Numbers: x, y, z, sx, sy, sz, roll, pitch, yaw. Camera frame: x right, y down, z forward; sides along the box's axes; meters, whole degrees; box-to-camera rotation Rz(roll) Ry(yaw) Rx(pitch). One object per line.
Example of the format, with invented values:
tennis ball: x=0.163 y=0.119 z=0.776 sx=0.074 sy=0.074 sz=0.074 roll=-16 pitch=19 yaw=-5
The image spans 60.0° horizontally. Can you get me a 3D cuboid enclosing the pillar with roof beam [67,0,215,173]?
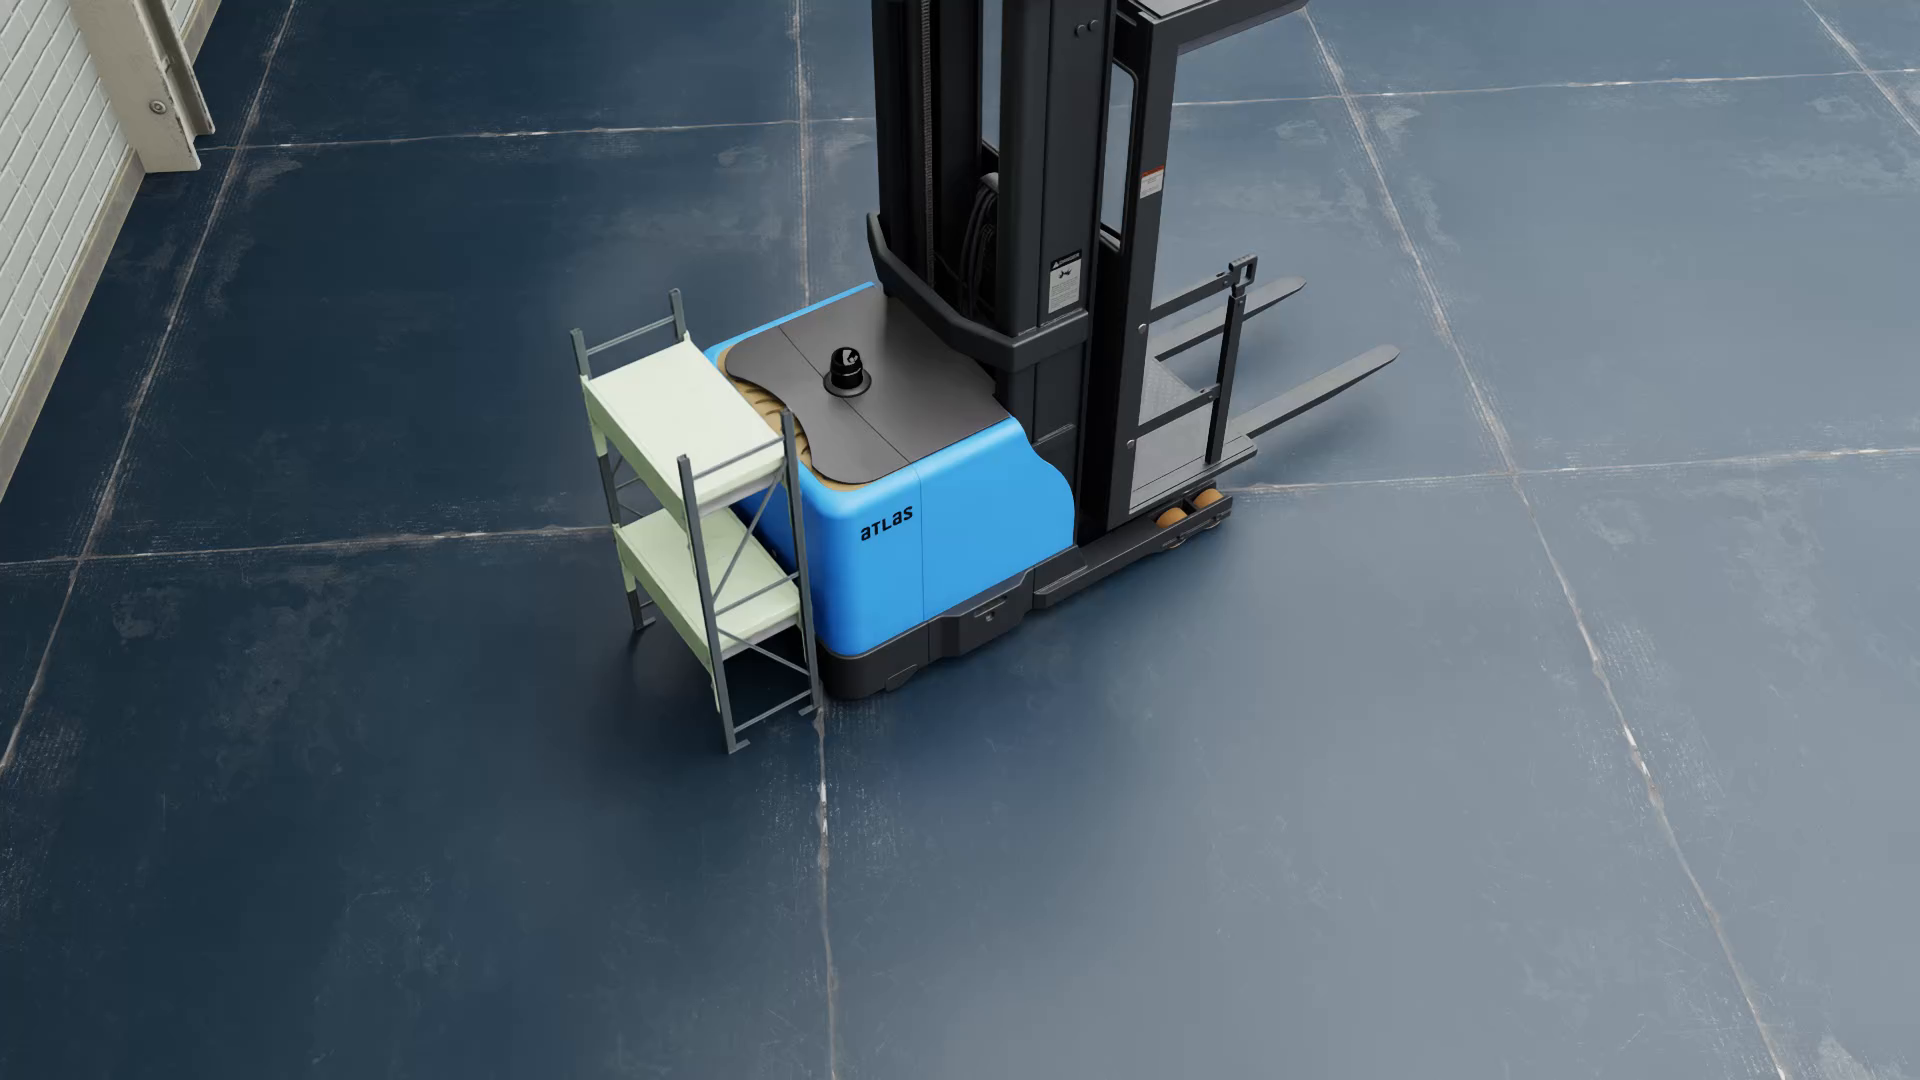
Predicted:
pillar with roof beam: x=0.125 y=-5.431 z=5.833 sx=9.100 sy=9.000 sz=0.400 roll=-3 pitch=47 yaw=-3

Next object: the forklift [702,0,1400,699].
forklift: x=0.519 y=-1.267 z=6.068 sx=3.031 sy=2.935 sz=1.130 roll=-27 pitch=52 yaw=-23

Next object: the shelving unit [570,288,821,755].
shelving unit: x=-0.905 y=-0.030 z=5.881 sx=0.431 sy=1.500 sz=0.755 roll=-27 pitch=52 yaw=-23

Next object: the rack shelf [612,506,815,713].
rack shelf: x=-0.905 y=0.195 z=6.118 sx=0.431 sy=0.370 sz=0.720 roll=-27 pitch=52 yaw=-23

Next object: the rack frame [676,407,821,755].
rack frame: x=-0.694 y=0.188 z=5.675 sx=0.400 sy=1.500 sz=0.023 roll=-27 pitch=52 yaw=-23

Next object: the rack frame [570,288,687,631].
rack frame: x=-1.115 y=-0.247 z=6.087 sx=0.400 sy=1.500 sz=0.023 roll=-27 pitch=52 yaw=-23

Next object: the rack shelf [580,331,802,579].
rack shelf: x=-0.904 y=-0.298 z=5.598 sx=0.431 sy=0.370 sz=0.720 roll=-27 pitch=52 yaw=-23
